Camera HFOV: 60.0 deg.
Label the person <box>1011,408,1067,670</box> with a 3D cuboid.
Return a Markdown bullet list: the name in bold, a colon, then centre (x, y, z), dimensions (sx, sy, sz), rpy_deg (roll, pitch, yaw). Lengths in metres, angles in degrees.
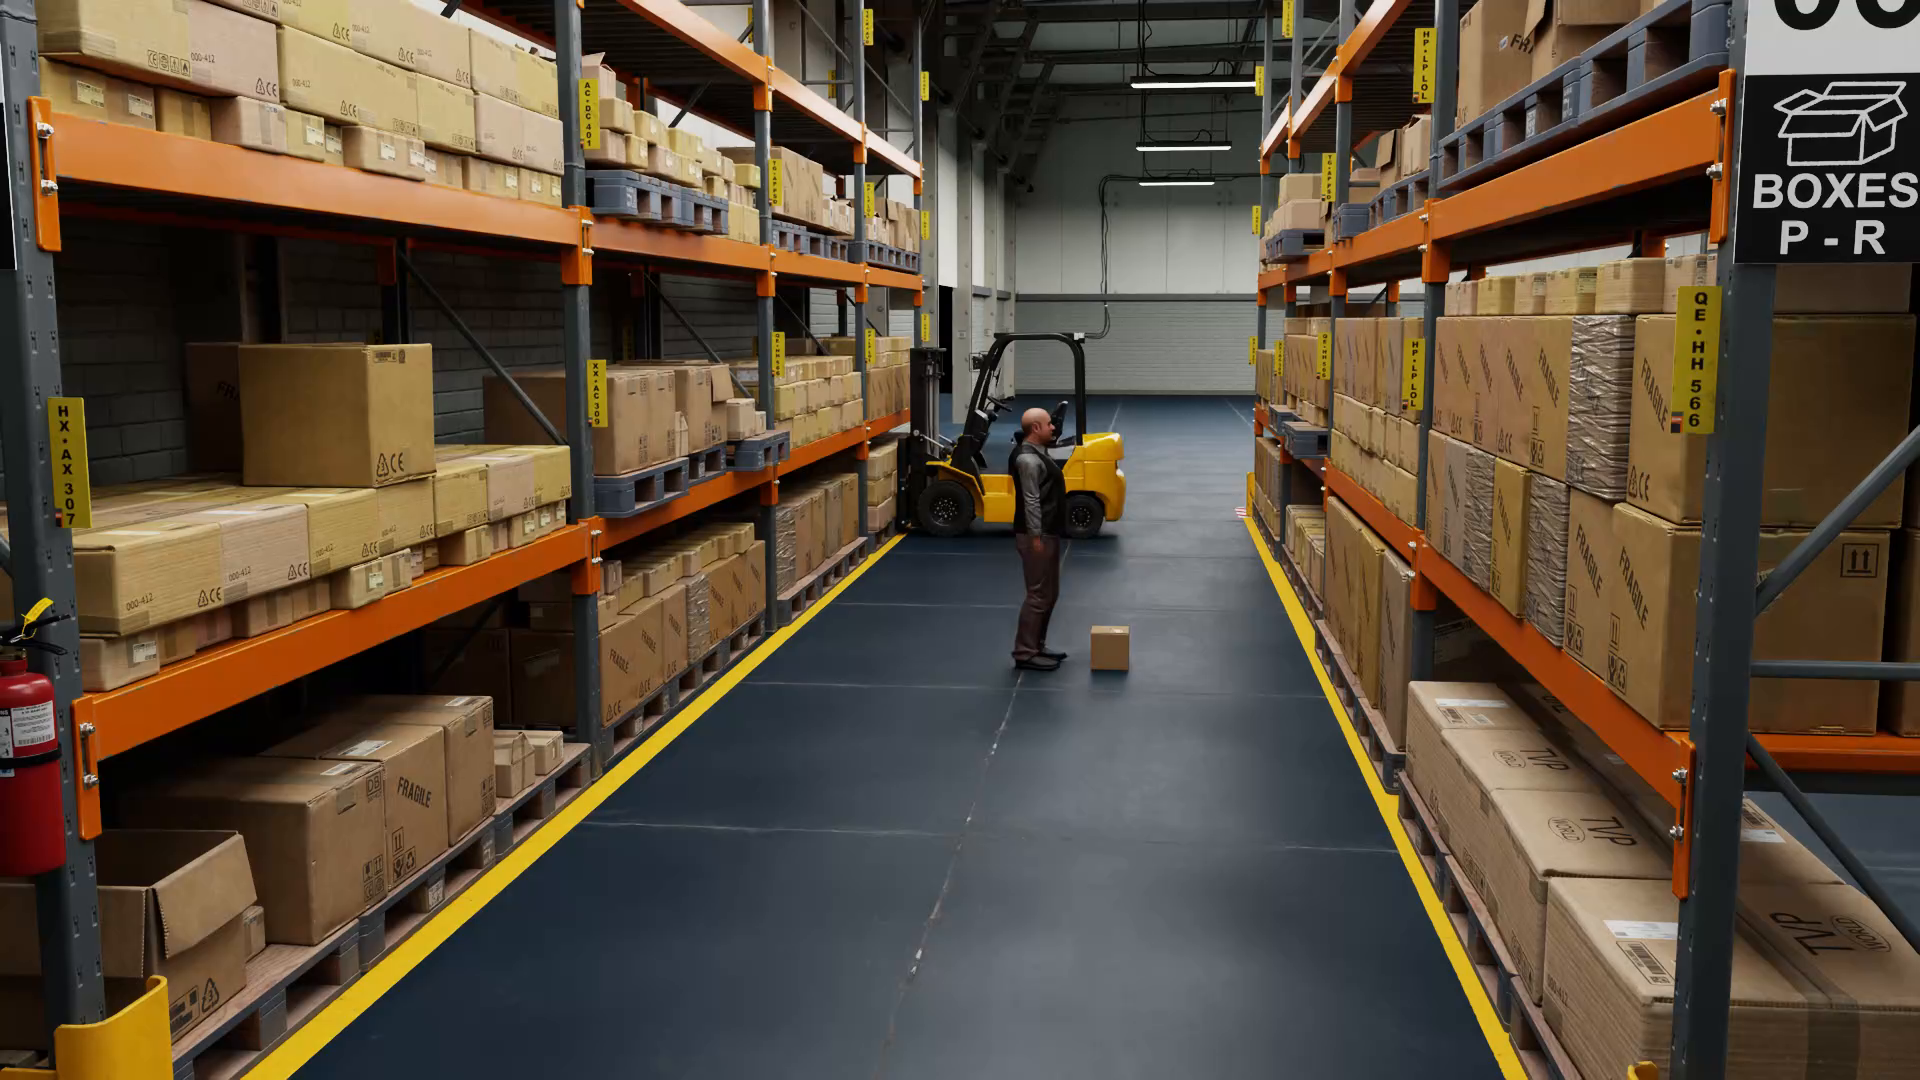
- **person**: centre (0.533, -0.017, 11.039), dimensions (0.355, 1.716, 0.531), rpy_deg (1, 8, 8)
